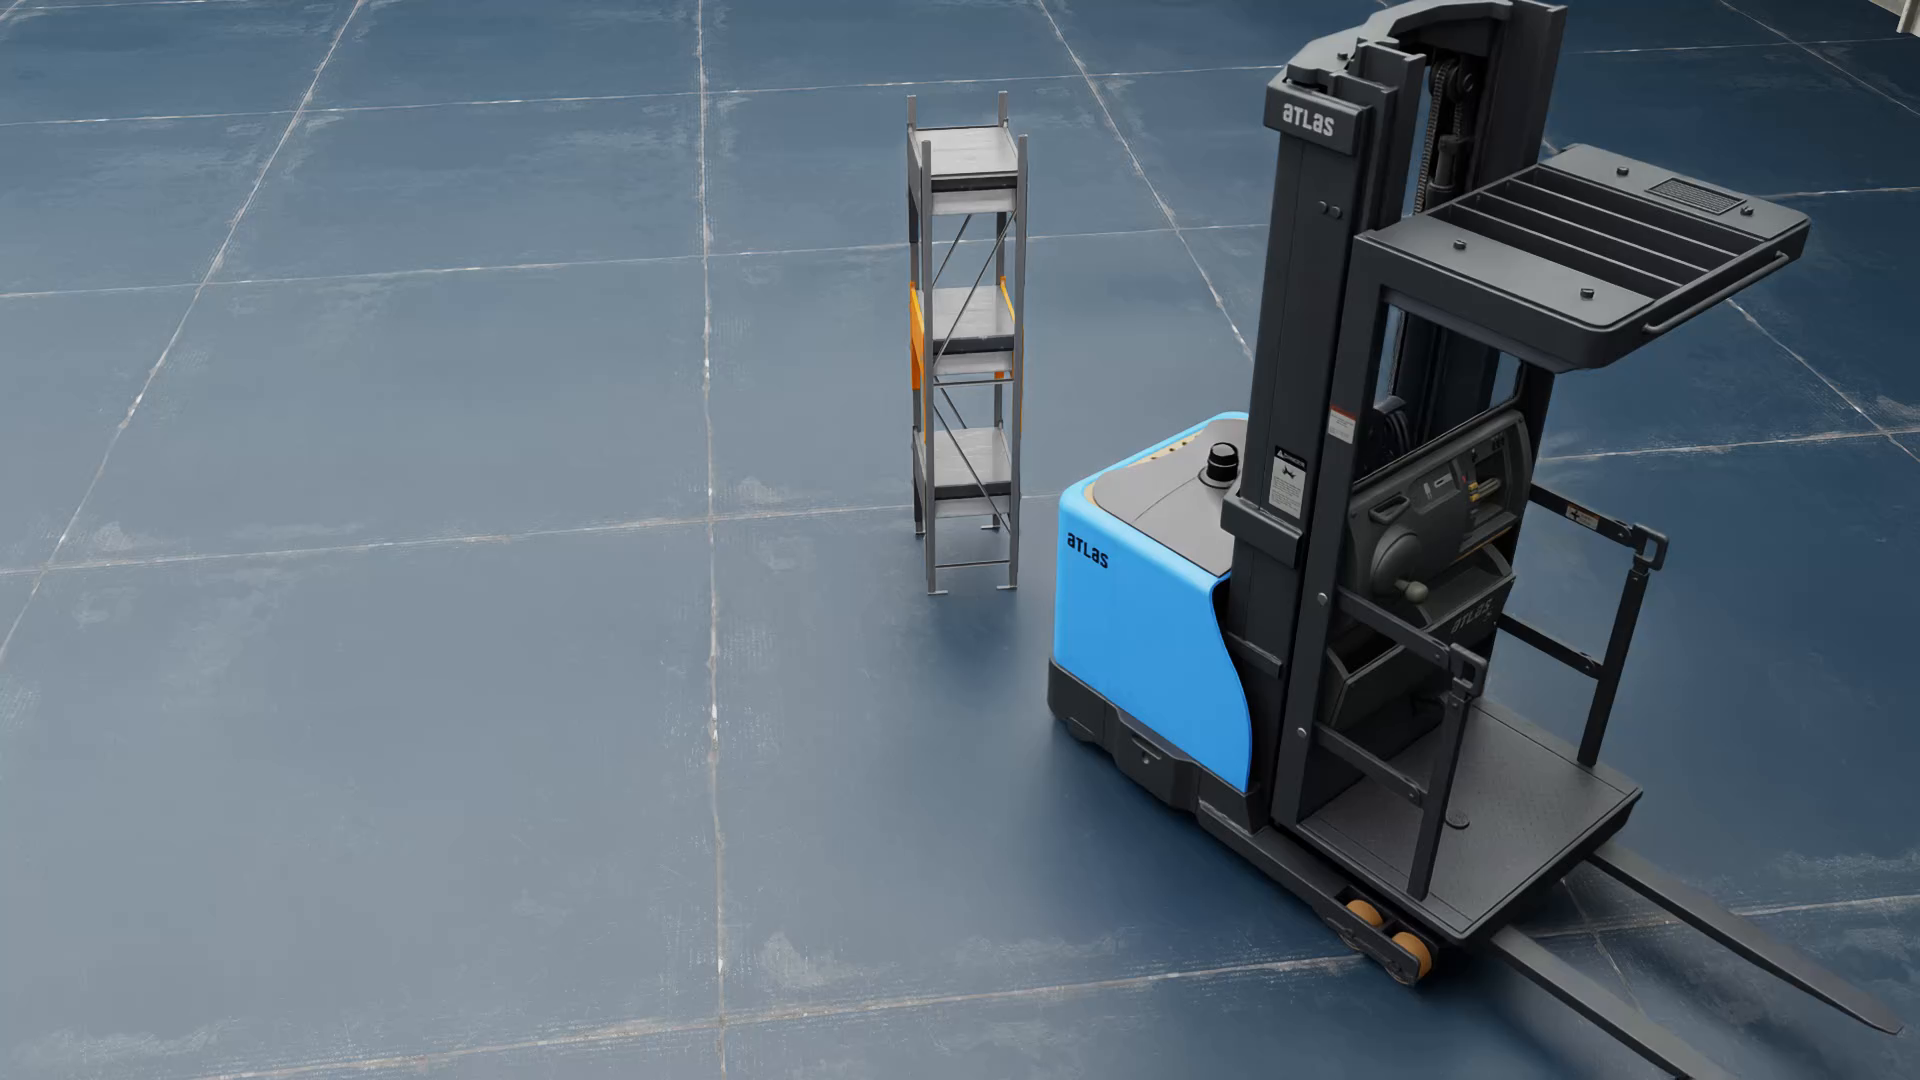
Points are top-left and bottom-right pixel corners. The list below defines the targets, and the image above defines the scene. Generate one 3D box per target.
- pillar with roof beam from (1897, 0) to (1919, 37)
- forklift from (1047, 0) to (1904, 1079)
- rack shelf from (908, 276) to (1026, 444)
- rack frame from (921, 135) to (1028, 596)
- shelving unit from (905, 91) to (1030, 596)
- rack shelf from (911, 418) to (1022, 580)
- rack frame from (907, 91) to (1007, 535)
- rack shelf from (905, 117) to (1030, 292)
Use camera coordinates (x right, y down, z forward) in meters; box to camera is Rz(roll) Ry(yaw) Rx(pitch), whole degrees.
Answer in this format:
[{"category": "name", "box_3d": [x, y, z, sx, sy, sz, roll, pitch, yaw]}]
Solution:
[{"category": "pillar with roof beam", "box_3d": [3.838, -7.606, 10.920, 9.100, 9.000, 0.400, -4, 35, -6]}, {"category": "forklift", "box_3d": [1.689, -0.051, 5.222, 1.130, 2.935, 3.031, -26, 42, -32]}, {"category": "rack shelf", "box_3d": [0.022, -0.764, 7.031, 0.431, 0.518, 0.480, -4, 35, -6]}, {"category": "rack frame", "box_3d": [0.055, -0.639, 6.823, 0.400, 2.100, 0.015, -4, 35, -6]}, {"category": "shelving unit", "box_3d": [0.022, -0.775, 7.023, 0.431, 2.100, 0.503, -4, 35, -6]}, {"category": "rack shelf", "box_3d": [0.022, -0.186, 7.425, 0.431, 0.518, 0.480, -4, 35, -6]}, {"category": "rack frame", "box_3d": [-0.011, -0.911, 7.223, 0.400, 2.100, 0.015, -4, 35, -6]}, {"category": "rack shelf", "box_3d": [0.022, -1.342, 6.637, 0.431, 0.518, 0.480, -4, 35, -6]}]
